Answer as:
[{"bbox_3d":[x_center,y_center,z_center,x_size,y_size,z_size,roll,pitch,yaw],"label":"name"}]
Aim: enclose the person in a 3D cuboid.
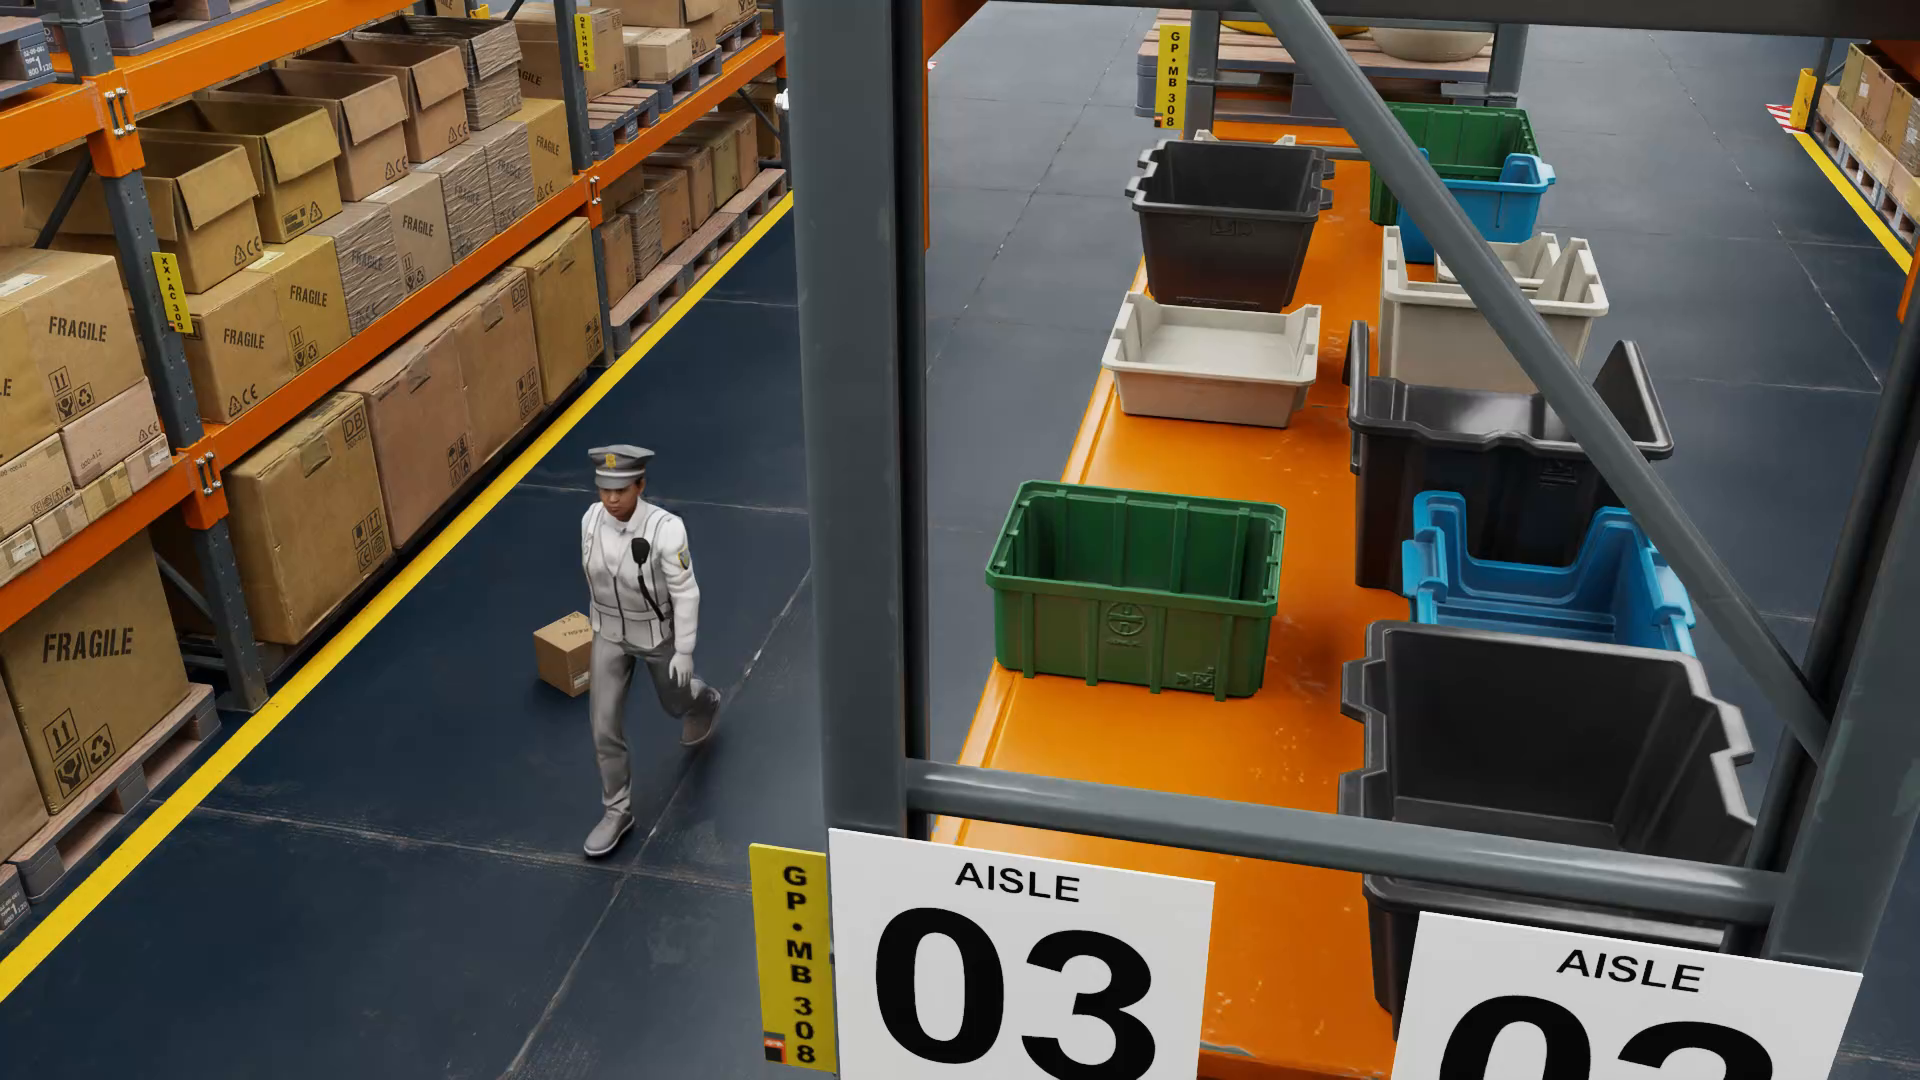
[{"bbox_3d":[-1.214,0.328,6.512,0.488,1.631,0.969,6,30,12],"label":"person"}]
